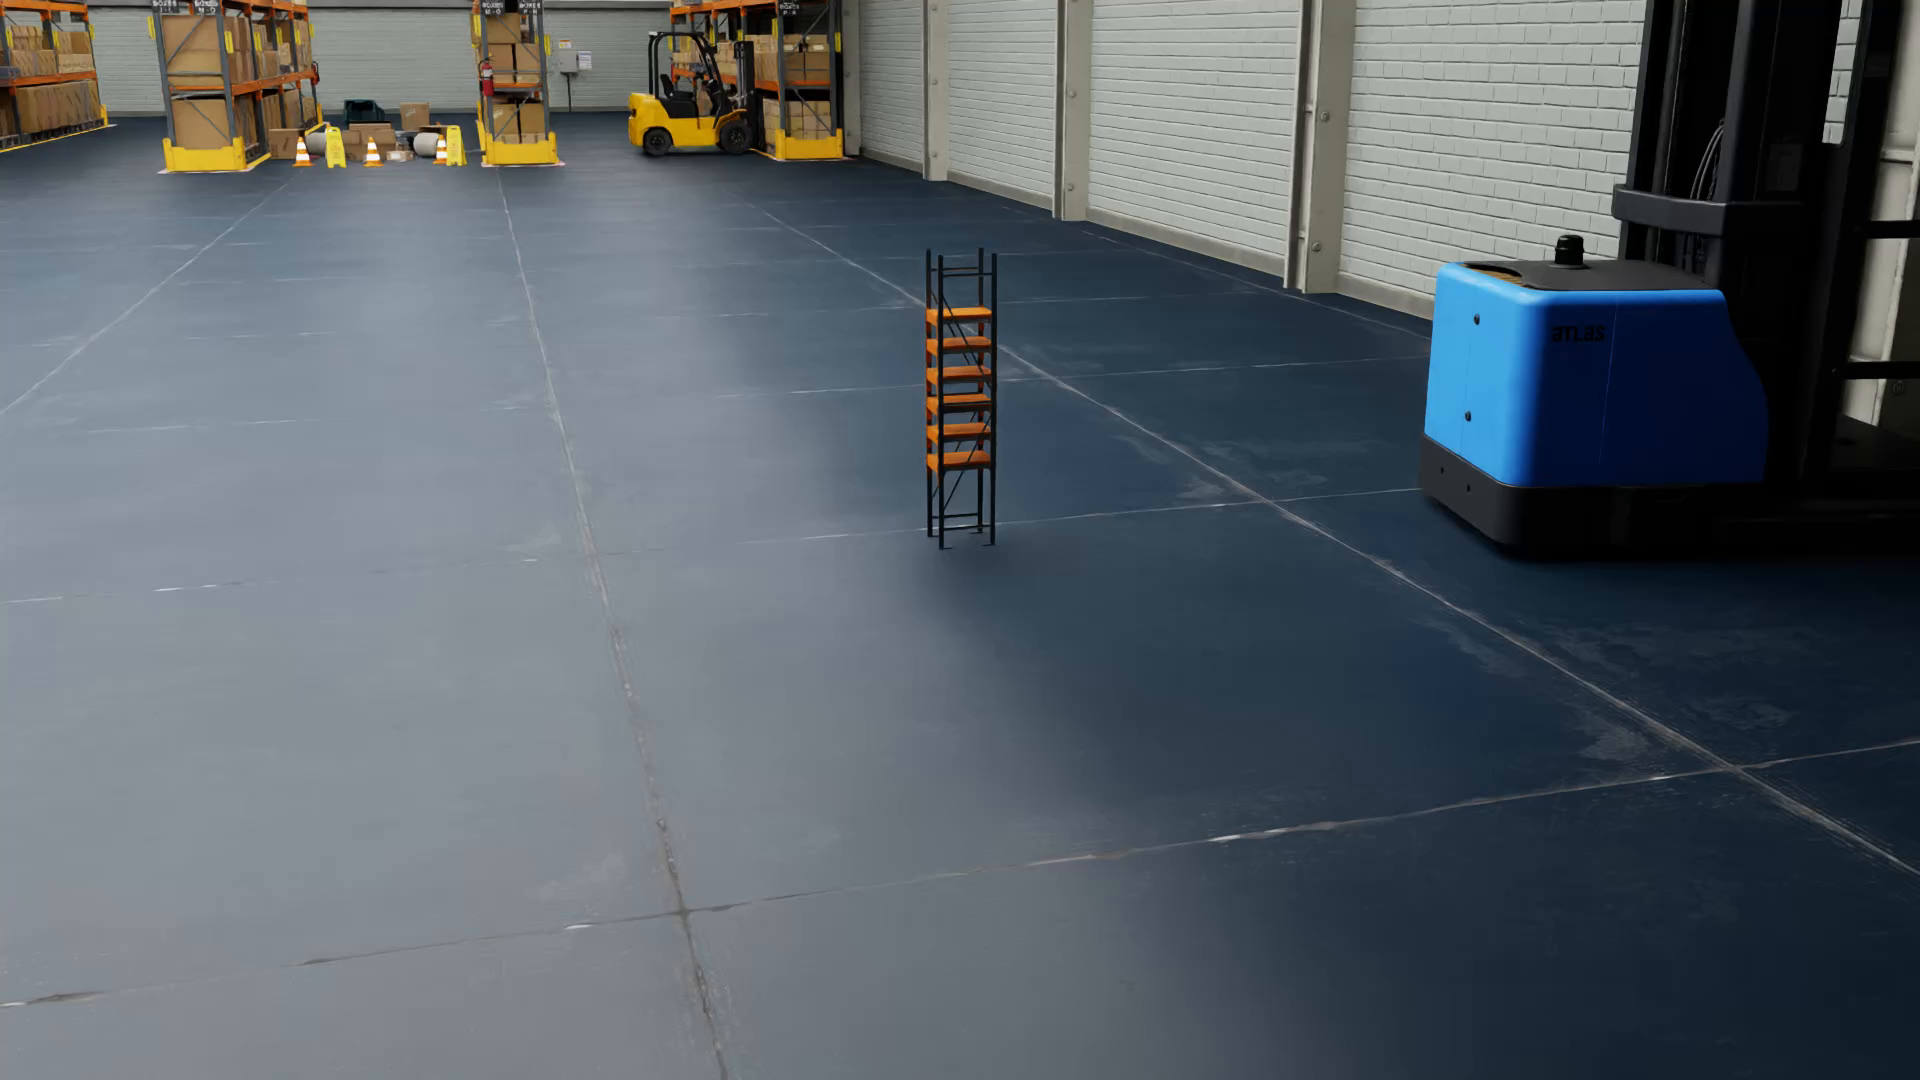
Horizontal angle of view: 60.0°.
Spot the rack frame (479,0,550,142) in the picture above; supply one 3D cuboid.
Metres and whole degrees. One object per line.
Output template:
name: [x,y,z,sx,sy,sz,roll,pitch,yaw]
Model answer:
rack frame: [-7.456,-7.856,27.891,1.000,3.000,0.127,-5,17,-15]

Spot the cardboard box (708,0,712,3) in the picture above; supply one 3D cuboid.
cardboard box: [-5.257,-11.950,36.567,0.500,0.250,0.500,-5,18,-17]

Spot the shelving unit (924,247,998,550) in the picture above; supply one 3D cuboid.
shelving unit: [0.004,-0.571,6.766,0.258,1.200,0.189,-5,17,-15]

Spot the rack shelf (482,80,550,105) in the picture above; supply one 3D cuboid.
rack shelf: [-8.005,-8.065,29.836,1.077,0.370,4.000,-5,17,-15]

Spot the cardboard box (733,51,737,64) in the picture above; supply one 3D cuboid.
cardboard box: [-4.312,-9.781,33.691,0.500,0.250,0.500,-5,17,-17]

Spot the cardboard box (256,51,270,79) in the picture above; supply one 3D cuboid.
cardboard box: [-13.447,-9.036,31.645,0.500,0.500,0.500,-5,17,-16]

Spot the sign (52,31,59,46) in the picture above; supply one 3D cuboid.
sign: [-19.763,-10.954,36.330,0.100,0.325,0.005,-5,17,-15]

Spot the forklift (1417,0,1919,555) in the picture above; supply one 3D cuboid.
forklift: [3.616,-1.498,6.843,3.031,2.935,1.130,-1,17,-5]

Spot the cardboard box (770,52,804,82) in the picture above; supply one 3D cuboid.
cardboard box: [-3.072,-8.413,29.571,0.500,0.500,0.500,-5,17,-16]

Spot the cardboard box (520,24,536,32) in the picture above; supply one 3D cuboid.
cardboard box: [-8.344,-9.823,31.890,0.380,0.149,0.250,-5,17,-15]

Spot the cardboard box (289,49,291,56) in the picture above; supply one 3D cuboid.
cardboard box: [-15.186,-10.885,37.164,0.380,0.149,0.250,-4,17,-14]

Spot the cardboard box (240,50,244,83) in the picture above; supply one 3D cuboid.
cardboard box: [-12.724,-8.066,28.330,0.875,0.550,0.500,-5,17,-15]

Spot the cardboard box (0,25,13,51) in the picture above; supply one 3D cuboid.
cardboard box: [-19.368,-10.017,33.168,0.797,0.503,0.637,-4,17,-13]

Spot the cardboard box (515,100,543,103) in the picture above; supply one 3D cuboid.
cardboard box: [-7.852,-7.782,30.390,0.500,0.500,0.500,-4,17,-12]

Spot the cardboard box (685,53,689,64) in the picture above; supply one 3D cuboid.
cardboard box: [-6.508,-11.898,41.092,0.500,0.250,0.500,-5,17,-15]

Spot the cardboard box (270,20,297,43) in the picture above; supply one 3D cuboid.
cardboard box: [-15.375,-11.569,37.824,0.500,0.500,0.500,-4,17,-14]

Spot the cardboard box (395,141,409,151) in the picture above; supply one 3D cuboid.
cardboard box: [-10.395,-7.258,30.653,0.396,0.266,0.258,11,20,32]

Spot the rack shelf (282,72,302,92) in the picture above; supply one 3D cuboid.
rack shelf: [-14.936,-9.858,35.807,1.077,0.370,4.000,-5,17,-15]

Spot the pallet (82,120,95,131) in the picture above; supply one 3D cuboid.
pallet: [-20.755,-9.611,38.580,1.003,0.211,1.213,-5,17,-15]

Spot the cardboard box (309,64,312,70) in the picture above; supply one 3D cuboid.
cardboard box: [-16.223,-11.674,41.039,0.380,0.149,0.250,-5,17,-15]

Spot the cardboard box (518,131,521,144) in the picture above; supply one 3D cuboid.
cardboard box: [-7.707,-7.277,30.013,0.500,0.250,0.500,-4,17,-12]

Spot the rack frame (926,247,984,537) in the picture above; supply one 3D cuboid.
rack frame: [-0.021,-0.596,6.850,0.240,1.200,0.006,-5,17,-15]

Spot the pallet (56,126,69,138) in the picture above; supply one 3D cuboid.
pallet: [-19.997,-8.849,36.043,1.003,0.211,1.213,-5,17,-15]

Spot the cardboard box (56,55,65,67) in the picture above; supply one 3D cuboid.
cardboard box: [-20.159,-10.613,36.813,0.500,0.250,0.500,-5,17,-16]

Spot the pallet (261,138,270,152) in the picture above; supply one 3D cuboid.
pallet: [-13.571,-7.415,31.270,1.003,0.211,1.213,-5,17,-15]

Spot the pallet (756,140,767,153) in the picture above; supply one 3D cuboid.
pallet: [-3.266,-7.459,31.417,1.003,0.211,1.213,-5,17,-15]

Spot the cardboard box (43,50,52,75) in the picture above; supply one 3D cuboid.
cardboard box: [-19.761,-10.194,35.502,0.500,0.500,0.500,-4,17,-14]

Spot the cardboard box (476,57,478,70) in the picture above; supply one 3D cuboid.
cardboard box: [-11.426,-11.611,40.218,0.500,0.500,0.500,-5,17,-16]

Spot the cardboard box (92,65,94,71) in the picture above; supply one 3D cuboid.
cardboard box: [-20.967,-11.305,39.811,0.380,0.149,0.250,-4,17,-14]

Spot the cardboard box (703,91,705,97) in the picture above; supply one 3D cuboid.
cardboard box: [-5.907,-10.622,39.589,0.380,0.149,0.250,-6,18,-18]

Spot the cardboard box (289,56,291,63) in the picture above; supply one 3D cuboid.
cardboard box: [-15.186,-10.743,37.208,0.380,0.149,0.250,-5,17,-17]

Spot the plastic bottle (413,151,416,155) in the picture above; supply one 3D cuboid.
plastic bottle: [-10.003,-7.050,30.315,0.133,0.061,0.283,-2,17,-6]

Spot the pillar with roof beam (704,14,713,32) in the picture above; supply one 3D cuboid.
pillar with roof beam: [-11.095,-16.025,44.659,9.100,9.000,0.400,-5,17,-15]

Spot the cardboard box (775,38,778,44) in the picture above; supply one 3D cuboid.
cardboard box: [-3.083,-8.899,29.544,0.380,0.149,0.250,-5,17,-15]

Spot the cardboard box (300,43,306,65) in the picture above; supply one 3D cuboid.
cardboard box: [-15.626,-11.382,38.938,0.500,0.500,0.500,-5,17,-16]

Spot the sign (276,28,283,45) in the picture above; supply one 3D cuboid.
sign: [-13.853,-10.249,33.845,0.100,0.325,0.005,-5,17,-15]

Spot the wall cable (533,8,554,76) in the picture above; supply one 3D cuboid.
wall cable: [-12.064,-14.441,48.049,0.588,1.984,0.122,-5,17,-15]

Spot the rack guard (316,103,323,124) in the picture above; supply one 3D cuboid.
rack guard: [-16.564,-10.644,41.518,1.175,0.500,0.348,-5,17,-15]

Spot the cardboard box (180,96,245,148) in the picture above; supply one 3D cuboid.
cardboard box: [-12.681,-7.046,28.157,0.875,0.875,0.875,-5,17,-16]

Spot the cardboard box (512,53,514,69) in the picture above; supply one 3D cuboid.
cardboard box: [-7.753,-8.623,29.754,0.500,0.500,0.500,-5,17,-16]

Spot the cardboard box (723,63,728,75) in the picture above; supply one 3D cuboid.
cardboard box: [-4.714,-9.967,35.179,0.500,0.250,0.500,-5,18,-17]

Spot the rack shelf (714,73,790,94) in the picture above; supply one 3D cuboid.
rack shelf: [-4.333,-9.565,34.830,1.077,0.370,4.000,-5,17,-15]

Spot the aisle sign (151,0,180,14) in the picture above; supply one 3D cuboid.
aisle sign: [-12.456,-8.638,25.977,0.394,0.787,0.004,-5,17,-15]

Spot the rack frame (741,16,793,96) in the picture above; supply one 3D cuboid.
rack frame: [-3.783,-9.356,32.884,1.000,3.000,0.127,-5,17,-15]

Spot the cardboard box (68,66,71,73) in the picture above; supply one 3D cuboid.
cardboard box: [-20.262,-10.598,37.455,0.380,0.149,0.250,-5,17,-17]

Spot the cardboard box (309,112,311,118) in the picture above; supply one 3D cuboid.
cardboard box: [-15.815,-10.216,39.973,0.380,0.149,0.250,-4,17,-14]

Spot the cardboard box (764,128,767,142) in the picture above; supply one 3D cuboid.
cardboard box: [-3.373,-7.516,30.809,0.500,0.250,0.500,-5,17,-15]
